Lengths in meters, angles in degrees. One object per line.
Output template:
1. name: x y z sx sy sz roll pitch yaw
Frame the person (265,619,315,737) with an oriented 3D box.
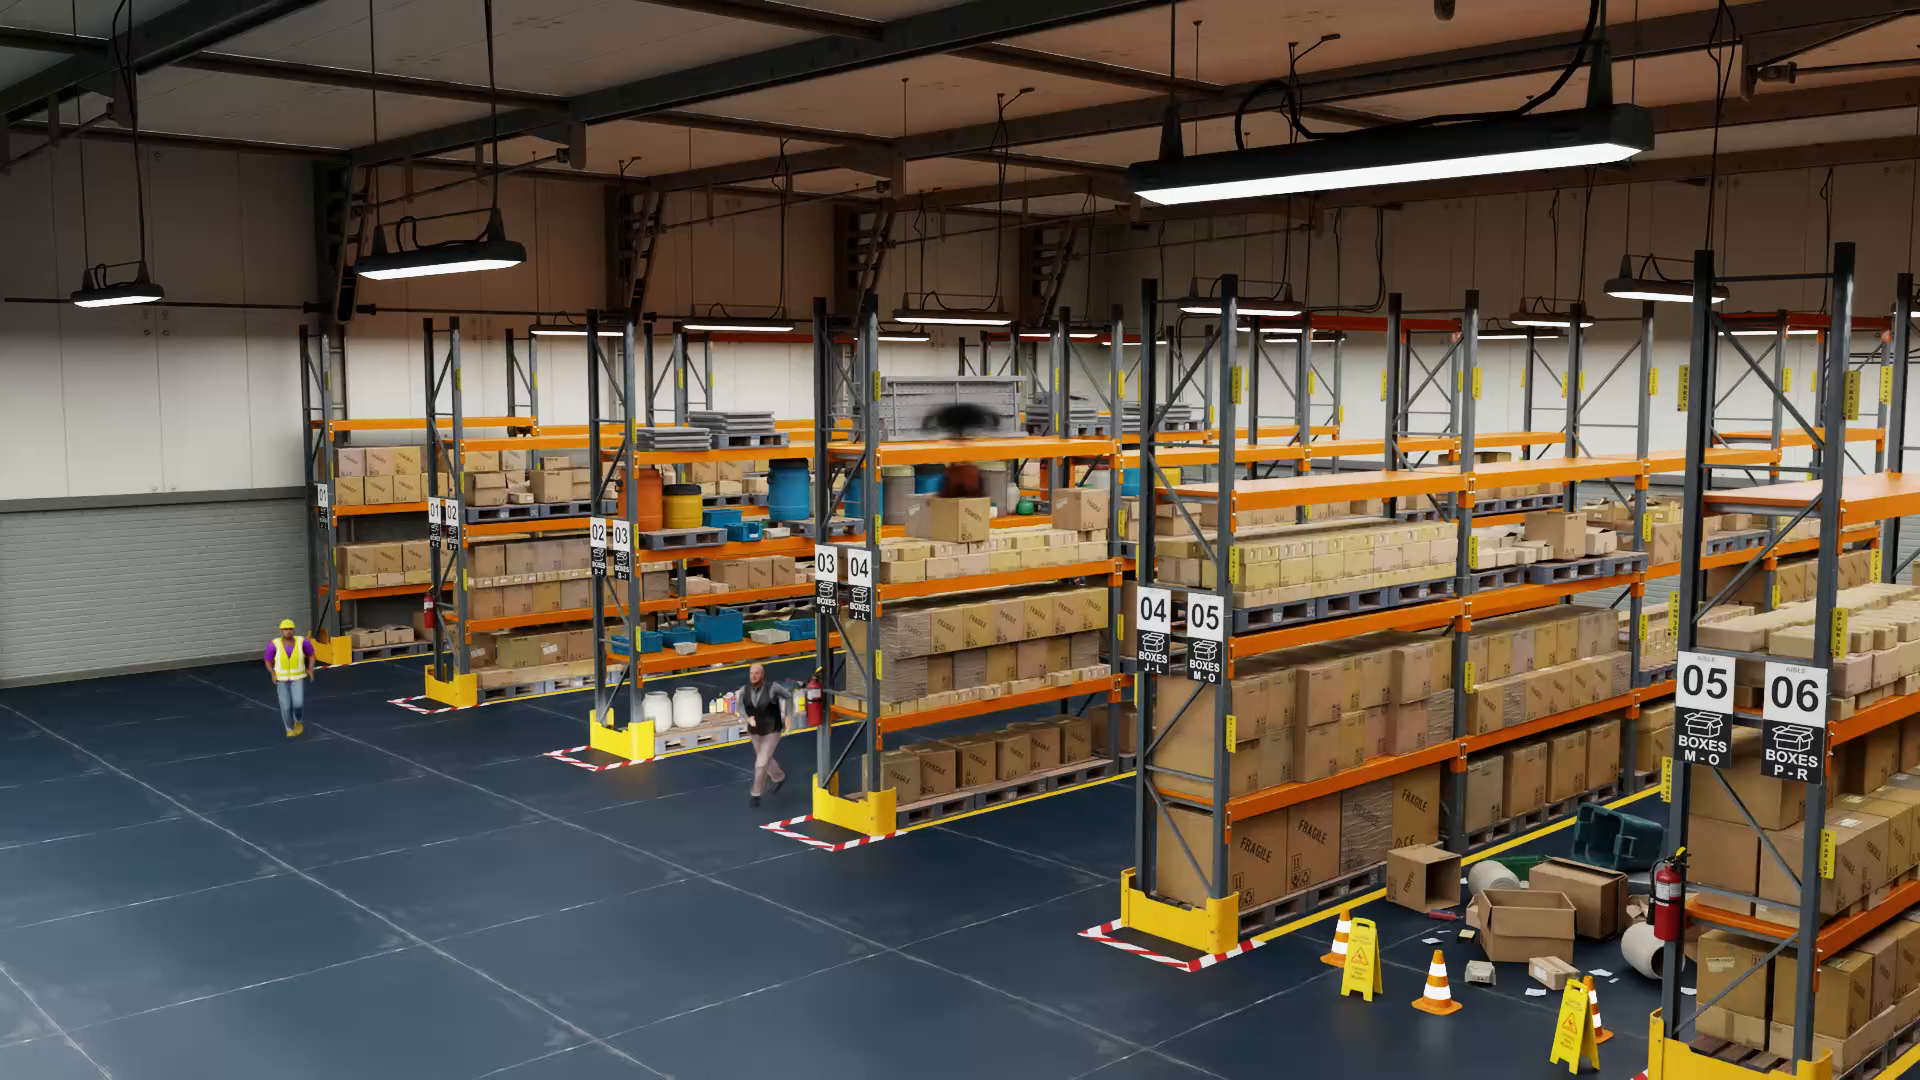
1. person: -9.410 1.950 23.378 0.653 1.707 0.665 -2 6 -19

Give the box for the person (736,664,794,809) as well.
1. person: -2.308 2.312 19.993 0.627 1.732 0.789 3 7 27
